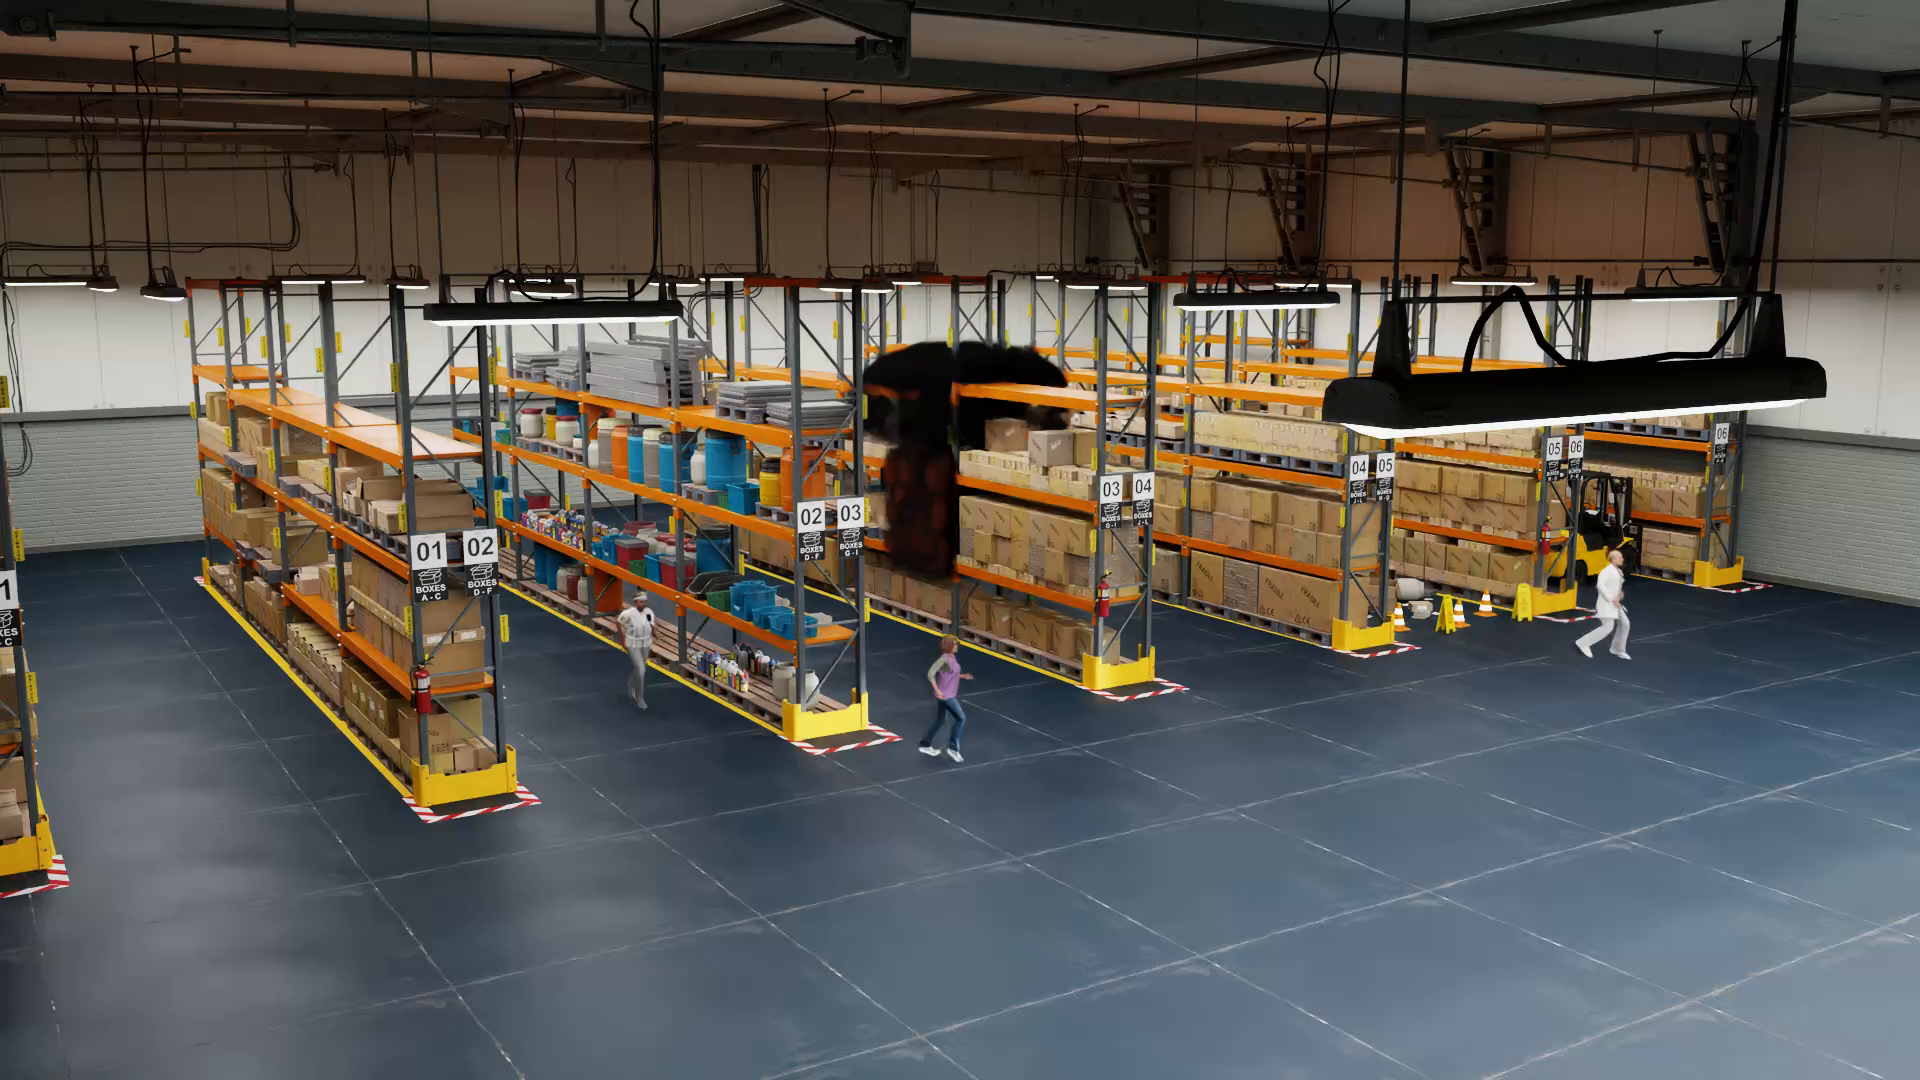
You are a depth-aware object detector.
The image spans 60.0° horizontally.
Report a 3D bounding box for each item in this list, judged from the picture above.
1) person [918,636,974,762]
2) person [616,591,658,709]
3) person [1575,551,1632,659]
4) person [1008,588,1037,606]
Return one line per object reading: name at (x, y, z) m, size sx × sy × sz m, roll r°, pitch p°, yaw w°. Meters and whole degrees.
person at (-0.179, 2.029, 21.216) m, size 0.713 × 1.639 × 0.524 m, roll 0°, pitch 10°, yaw 0°
person at (-4.613, 1.561, 23.844) m, size 0.506 × 1.739 × 0.847 m, roll -9°, pitch 13°, yaw -42°
person at (10.375, 1.055, 26.644) m, size 0.791 × 1.782 × 0.922 m, roll 6°, pitch 11°, yaw 32°
person at (1.243, 0.368, 30.810) m, size 0.913 × 1.720 × 0.659 m, roll 8°, pitch 12°, yaw 39°
